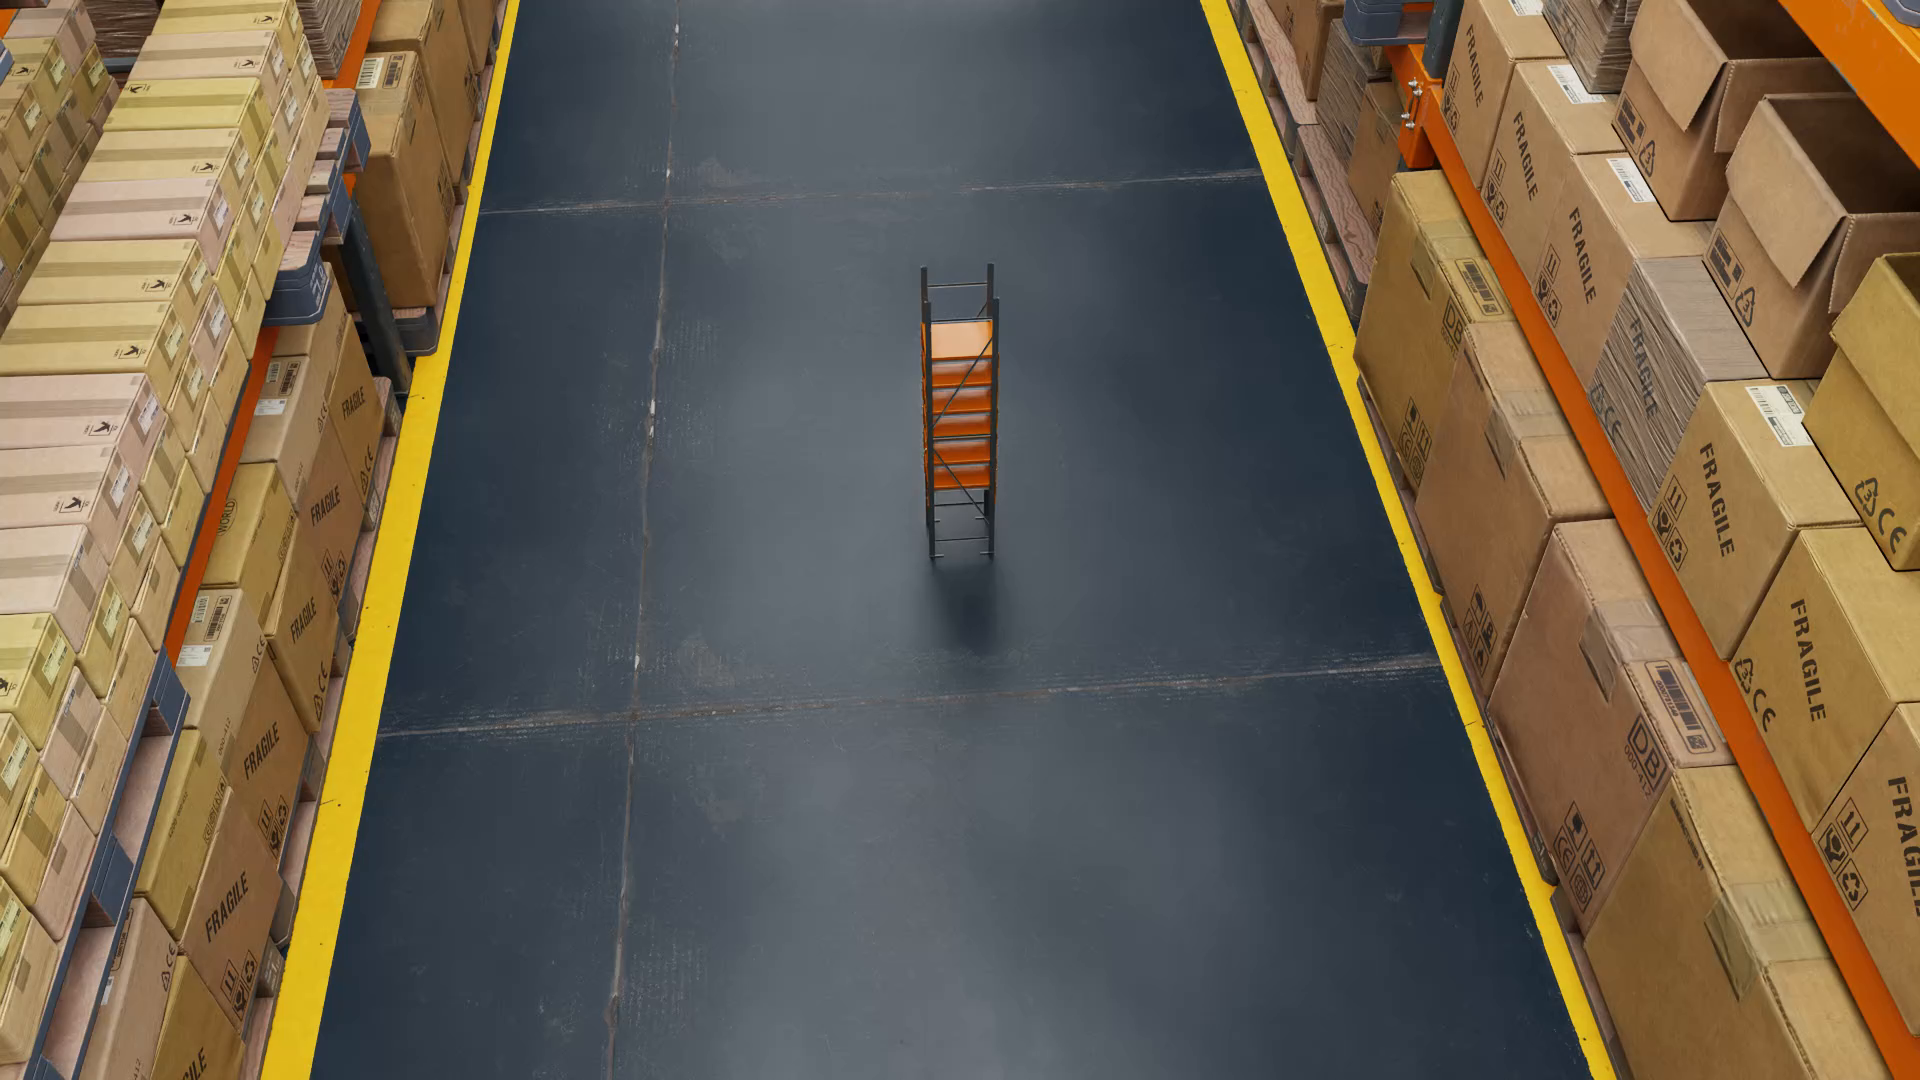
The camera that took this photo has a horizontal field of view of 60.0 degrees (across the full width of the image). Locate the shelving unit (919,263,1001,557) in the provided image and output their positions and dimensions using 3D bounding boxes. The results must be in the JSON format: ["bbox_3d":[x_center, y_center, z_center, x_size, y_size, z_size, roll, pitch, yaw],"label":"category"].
[{"bbox_3d":[-0.001,-0.423,5.824,0.258,1.200,0.189,-3,47,-3],"label":"shelving unit"}]

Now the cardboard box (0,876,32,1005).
[{"bbox_3d":[-1.999,0.786,3.119,0.380,0.149,0.250,-3,47,-3],"label":"cardboard box"}]

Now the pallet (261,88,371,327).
[{"bbox_3d":[-2.594,-1.060,5.320,1.213,0.211,1.003,-3,47,-3],"label":"pallet"}]

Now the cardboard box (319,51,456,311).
[{"bbox_3d":[-2.721,-1.452,6.819,1.050,0.750,0.750,-4,47,-4],"label":"cardboard box"}]

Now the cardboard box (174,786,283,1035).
[{"bbox_3d":[-2.268,1.041,4.631,0.500,0.500,0.500,-2,47,-1],"label":"cardboard box"}]

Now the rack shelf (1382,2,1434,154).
[{"bbox_3d":[2.024,-3.063,7.581,1.077,0.370,4.000,-3,47,-3],"label":"rack shelf"}]

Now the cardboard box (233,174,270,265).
[{"bbox_3d":[-2.195,-0.901,4.717,0.380,0.149,0.250,-3,47,-3],"label":"cardboard box"}]

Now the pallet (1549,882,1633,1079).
[{"bbox_3d":[2.387,1.436,4.745,1.003,0.211,1.213,-3,47,-3],"label":"pallet"}]

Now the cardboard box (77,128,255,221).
[{"bbox_3d":[-2.195,-1.007,4.611,0.380,0.149,0.250,-2,47,-2],"label":"cardboard box"}]

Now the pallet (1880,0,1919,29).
[{"bbox_3d":[2.395,-1.558,3.724,1.003,0.211,1.213,-2,47,-1],"label":"pallet"}]

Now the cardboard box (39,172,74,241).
[{"bbox_3d":[-2.878,-0.968,4.984,0.380,0.149,0.250,-1,47,-1],"label":"cardboard box"}]

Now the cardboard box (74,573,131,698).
[{"bbox_3d":[-2.067,0.223,3.651,0.380,0.149,0.250,-5,47,-5],"label":"cardboard box"}]

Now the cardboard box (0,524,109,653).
[{"bbox_3d":[-2.066,0.116,3.549,0.380,0.149,0.250,-4,47,-4],"label":"cardboard box"}]

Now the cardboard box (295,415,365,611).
[{"bbox_3d":[-2.404,-0.084,5.696,0.500,0.500,0.500,-2,47,-2],"label":"cardboard box"}]

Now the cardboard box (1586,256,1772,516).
[{"bbox_3d":[2.093,-0.424,4.517,0.500,0.500,0.500,-3,47,-3],"label":"cardboard box"}]

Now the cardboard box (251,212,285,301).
[{"bbox_3d":[-2.202,-0.818,4.842,0.380,0.149,0.250,-4,47,-4],"label":"cardboard box"}]

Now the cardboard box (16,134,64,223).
[{"bbox_3d":[-2.869,-1.045,4.852,0.380,0.149,0.250,-5,47,-5],"label":"cardboard box"}]

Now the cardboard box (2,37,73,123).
[{"bbox_3d":[-2.889,-1.357,4.944,0.380,0.149,0.250,-5,47,-4],"label":"cardboard box"}]

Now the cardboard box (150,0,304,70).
[{"bbox_3d":[-2.262,-1.571,5.146,0.380,0.149,0.250,-5,47,-5],"label":"cardboard box"}]

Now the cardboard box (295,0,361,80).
[{"bbox_3d":[-2.528,-2.011,6.020,0.500,0.500,0.500,-3,47,-3],"label":"cardboard box"}]

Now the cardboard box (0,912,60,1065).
[{"bbox_3d":[-1.999,0.888,3.227,0.380,0.149,0.250,-6,47,-5],"label":"cardboard box"}]

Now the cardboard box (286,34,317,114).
[{"bbox_3d":[-2.264,-1.466,5.251,0.380,0.149,0.250,-3,47,-2],"label":"cardboard box"}]

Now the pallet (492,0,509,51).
[{"bbox_3d":[-2.955,-3.017,8.962,1.003,0.211,1.213,-3,47,-3],"label":"pallet"}]

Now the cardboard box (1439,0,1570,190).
[{"bbox_3d":[1.961,-1.530,5.564,0.500,0.500,0.500,-2,47,-2],"label":"cardboard box"}]

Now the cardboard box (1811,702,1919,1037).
[{"bbox_3d":[2.215,0.674,3.476,0.500,0.500,0.500,-3,47,-3],"label":"cardboard box"}]

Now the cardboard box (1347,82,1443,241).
[{"bbox_3d":[2.115,-1.639,7.155,0.700,0.500,0.500,-6,47,-5],"label":"cardboard box"}]

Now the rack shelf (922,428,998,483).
[{"bbox_3d":[-0.001,-0.310,5.944,0.258,0.103,0.180,-3,47,-3],"label":"rack shelf"}]

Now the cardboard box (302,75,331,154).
[{"bbox_3d":[-2.260,-1.364,5.360,0.380,0.149,0.250,-3,47,-3],"label":"cardboard box"}]

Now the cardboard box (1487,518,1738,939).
[{"bbox_3d":[2.377,0.508,4.877,1.225,0.875,0.875,-5,47,-5],"label":"cardboard box"}]

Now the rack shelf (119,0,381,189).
[{"bbox_3d":[-2.927,-2.835,7.364,1.077,0.370,4.000,-3,47,-3],"label":"rack shelf"}]

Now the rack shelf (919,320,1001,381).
[{"bbox_3d":[-0.001,-0.640,5.595,0.258,0.103,0.180,-3,47,-3],"label":"rack shelf"}]

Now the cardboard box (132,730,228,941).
[{"bbox_3d":[-2.270,0.780,4.361,0.500,0.250,0.500,-2,47,-2],"label":"cardboard box"}]

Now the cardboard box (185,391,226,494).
[{"bbox_3d":[-2.132,-0.239,4.294,0.380,0.149,0.250,-5,47,-5],"label":"cardboard box"}]

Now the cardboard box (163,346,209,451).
[{"bbox_3d":[-2.132,-0.346,4.190,0.380,0.149,0.250,-4,47,-4],"label":"cardboard box"}]

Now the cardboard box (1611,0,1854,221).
[{"bbox_3d":[2.288,-1.241,4.600,0.797,0.503,0.637,-3,47,-2],"label":"cardboard box"}]

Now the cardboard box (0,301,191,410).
[{"bbox_3d":[-2.135,-0.447,4.081,0.380,0.149,0.250,-2,47,-2],"label":"cardboard box"}]

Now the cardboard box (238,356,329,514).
[{"bbox_3d":[-2.388,-0.334,5.417,0.500,0.250,0.500,-3,47,-3],"label":"cardboard box"}]

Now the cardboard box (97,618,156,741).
[{"bbox_3d":[-2.065,0.325,3.760,0.380,0.149,0.250,-3,47,-3],"label":"cardboard box"}]

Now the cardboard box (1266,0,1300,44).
[{"bbox_3d":[1.955,-2.853,8.304,0.700,0.500,0.500,-7,47,-7],"label":"cardboard box"}]

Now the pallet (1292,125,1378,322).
[{"bbox_3d":[2.127,-1.470,7.497,1.003,0.211,1.213,-3,47,-3],"label":"pallet"}]

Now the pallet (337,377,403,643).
[{"bbox_3d":[-2.696,-0.111,6.210,1.003,0.211,1.213,-3,47,-3],"label":"pallet"}]
